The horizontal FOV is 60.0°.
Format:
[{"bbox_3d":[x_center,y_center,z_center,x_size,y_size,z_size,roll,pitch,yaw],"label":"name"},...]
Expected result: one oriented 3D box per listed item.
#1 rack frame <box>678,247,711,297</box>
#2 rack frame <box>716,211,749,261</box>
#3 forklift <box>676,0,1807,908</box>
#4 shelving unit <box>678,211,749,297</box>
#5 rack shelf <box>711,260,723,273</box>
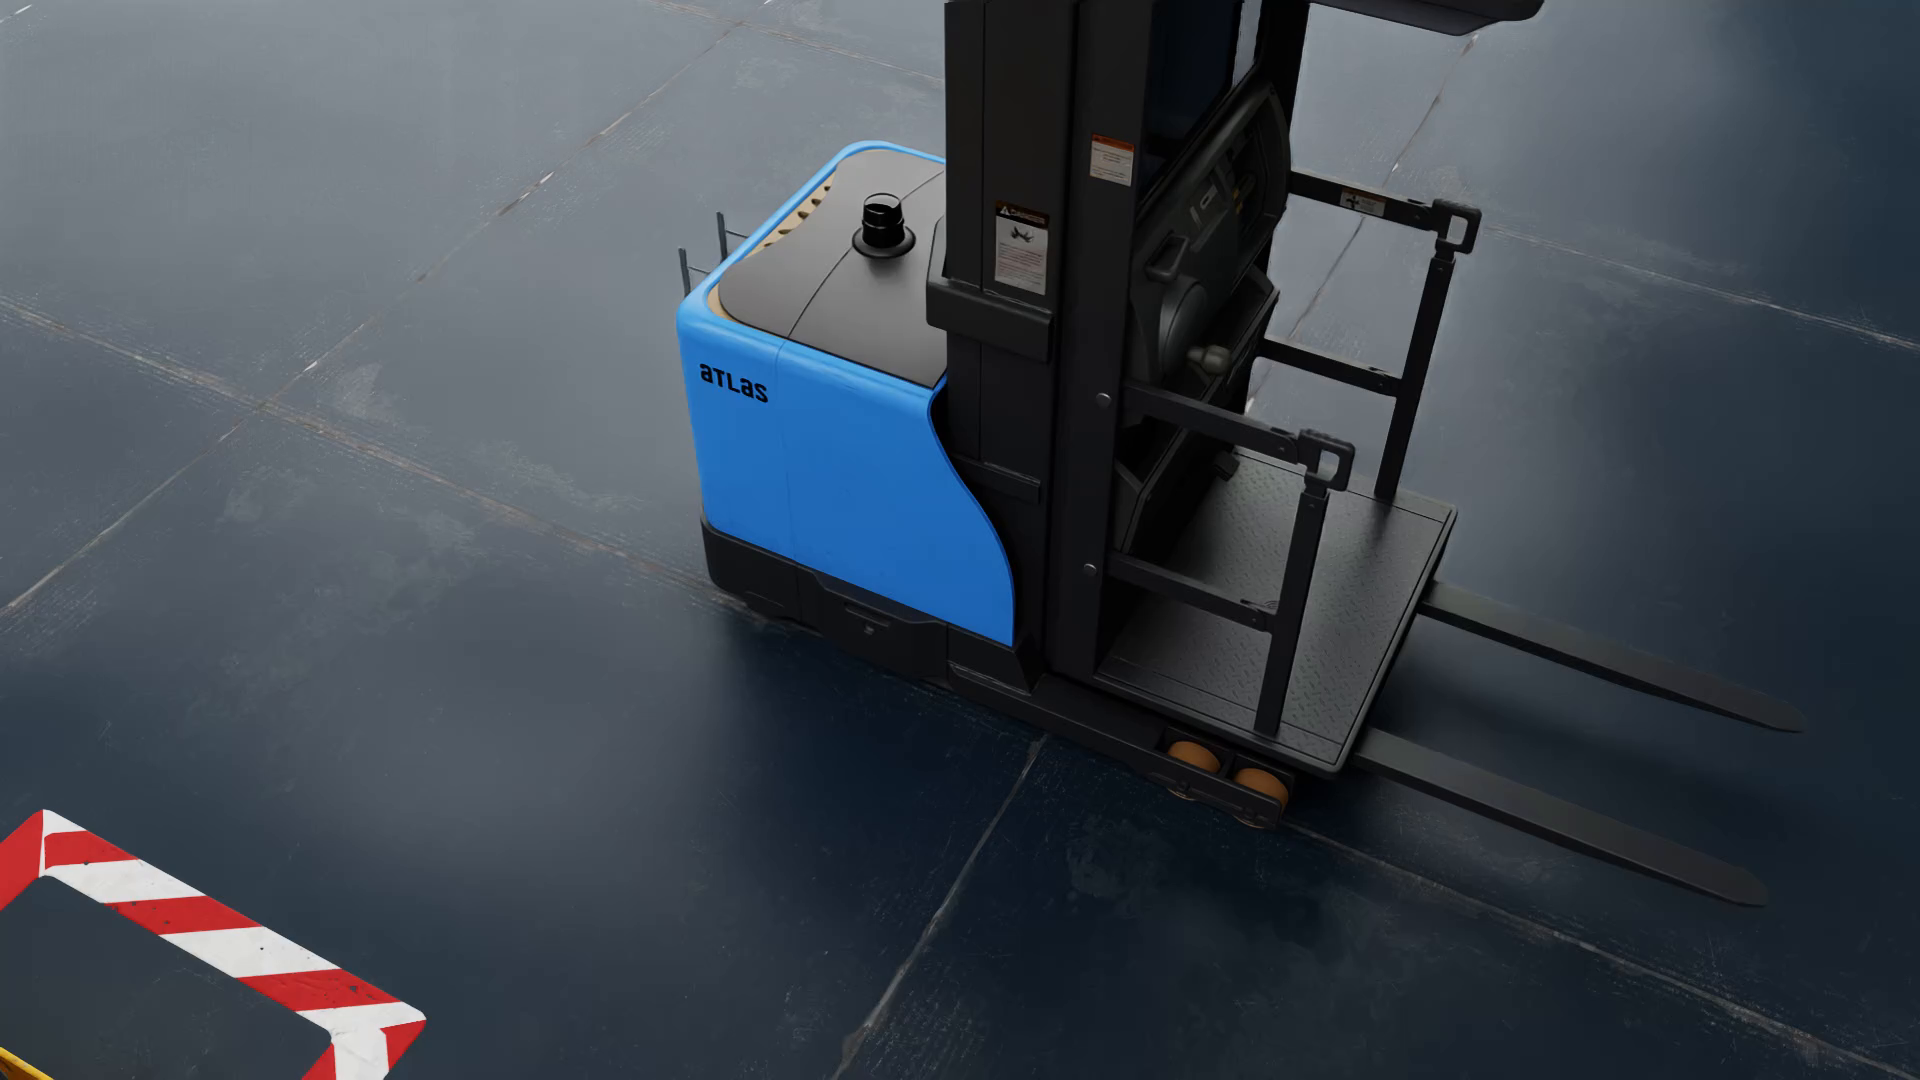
[{"bbox_3d":[-0.709,-0.494,5.106,0.240,0.900,0.006,20,49,18],"label":"rack frame"},{"bbox_3d":[-0.618,-0.623,5.233,0.240,0.900,0.006,20,49,18],"label":"rack frame"},{"bbox_3d":[0.781,-0.691,3.872,3.031,2.935,1.130,21,49,19],"label":"forklift"},{"bbox_3d":[-0.663,-0.559,5.169,0.258,0.900,0.210,20,49,18],"label":"shelving unit"},{"bbox_3d":[-0.663,-0.725,5.001,0.258,0.077,0.200,20,49,18],"label":"rack shelf"}]
